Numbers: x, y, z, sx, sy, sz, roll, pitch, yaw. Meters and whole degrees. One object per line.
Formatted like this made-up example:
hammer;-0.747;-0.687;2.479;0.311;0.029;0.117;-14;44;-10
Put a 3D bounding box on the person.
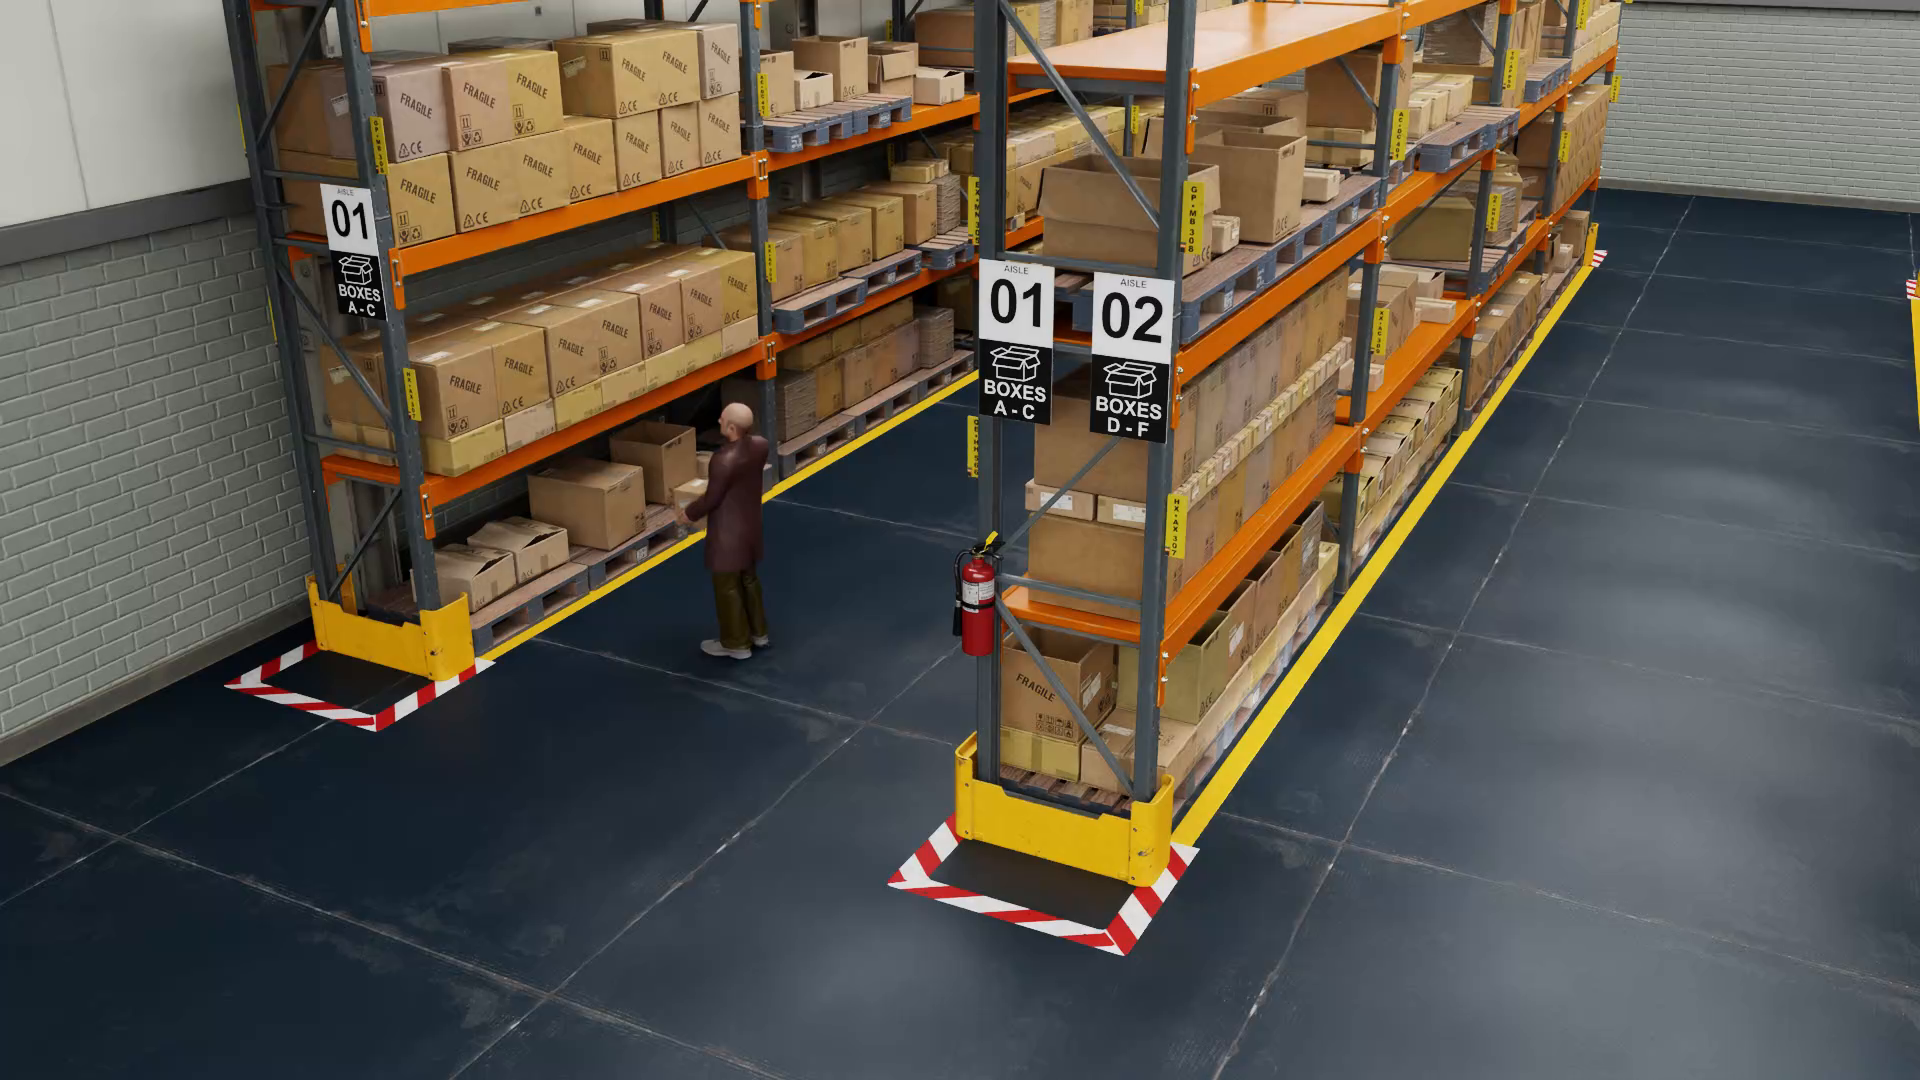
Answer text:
person;-1.557;-0.080;10.972;0.550;1.779;0.545;10;25;24
